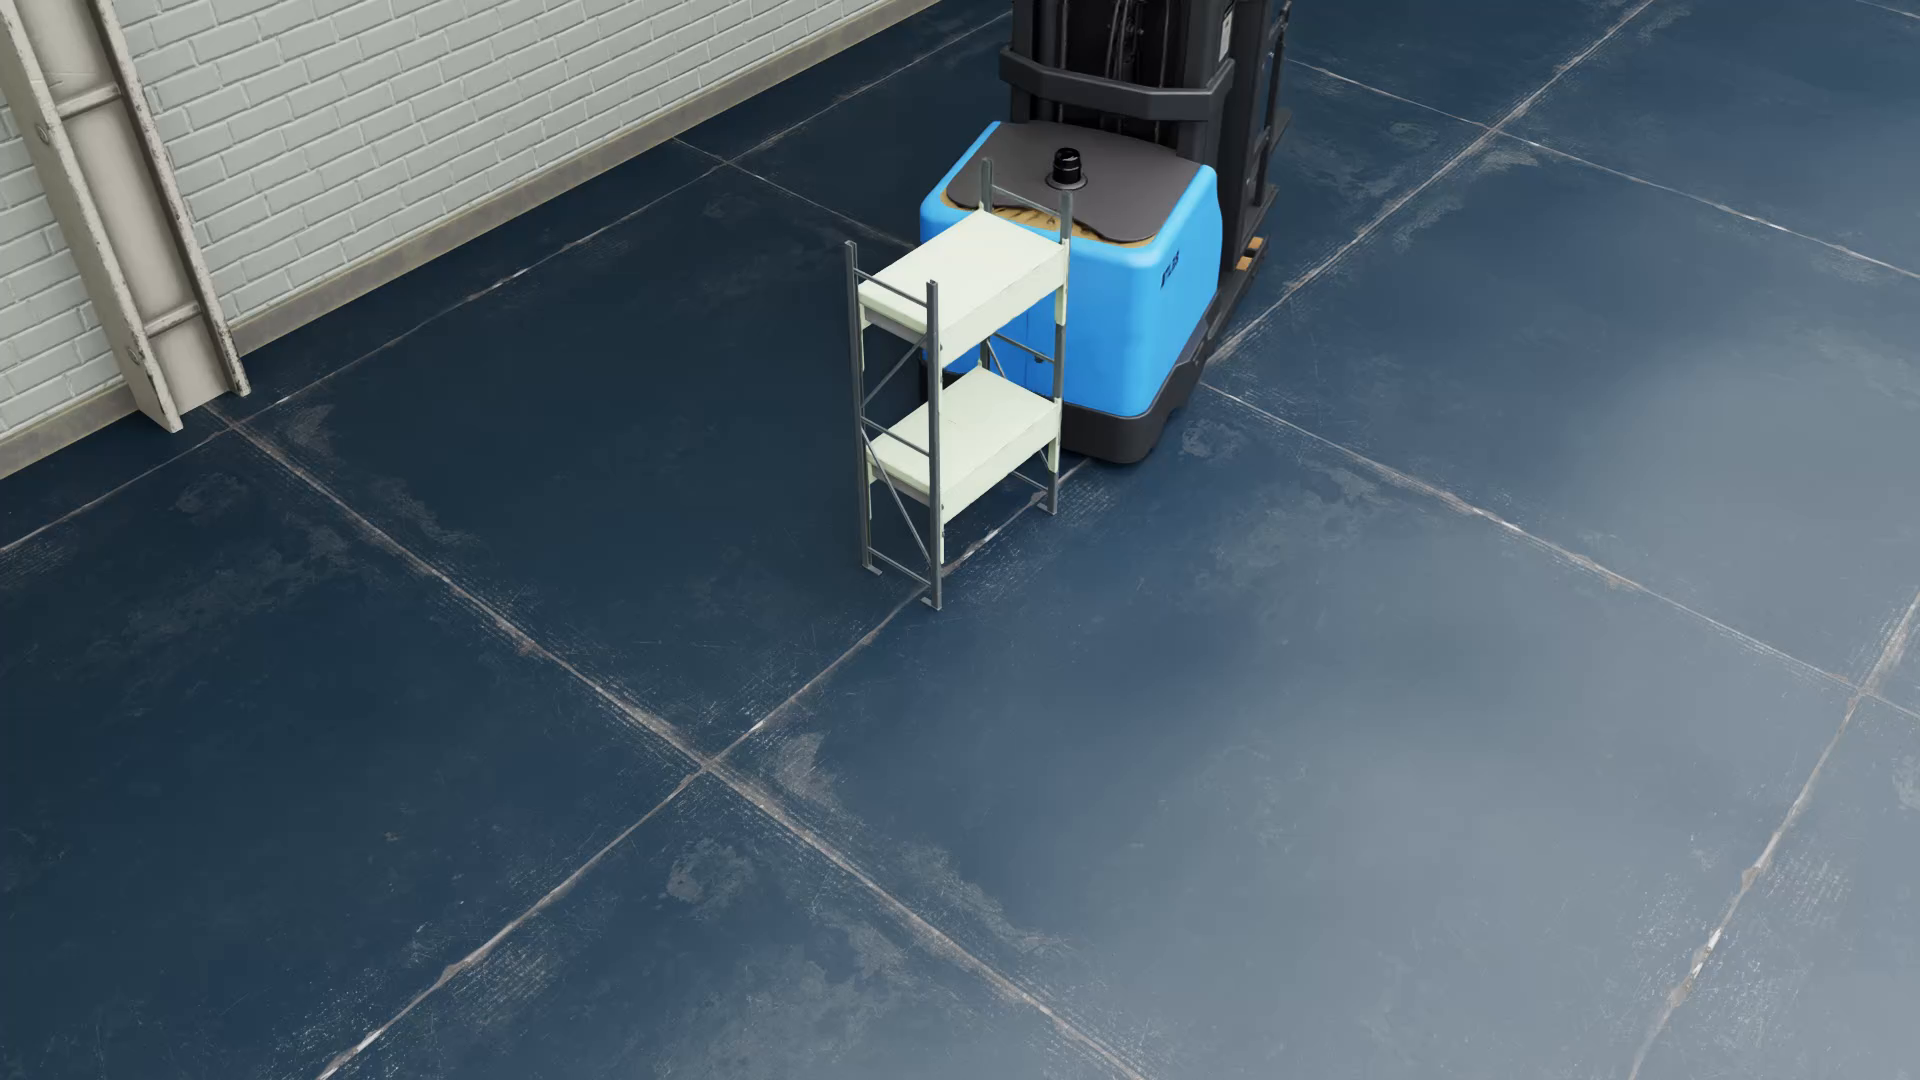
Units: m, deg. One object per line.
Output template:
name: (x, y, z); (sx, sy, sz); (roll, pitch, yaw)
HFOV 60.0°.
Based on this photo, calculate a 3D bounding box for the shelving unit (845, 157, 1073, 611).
shelving unit: (0.004, -0.558, 6.249); (0.431, 1.500, 0.755); (29, 50, 28)

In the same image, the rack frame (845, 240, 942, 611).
rack frame: (-0.231, -0.370, 6.042); (0.400, 1.500, 0.023); (29, 50, 28)

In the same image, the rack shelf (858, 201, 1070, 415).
rack shelf: (0.004, -0.847, 5.987); (0.431, 0.370, 0.720); (29, 50, 28)

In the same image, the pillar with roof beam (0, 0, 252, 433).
pillar with roof beam: (-0.136, -2.099, 2.370); (9.100, 9.000, 0.400); (29, 50, 28)

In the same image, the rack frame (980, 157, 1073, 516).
rack frame: (0.240, -0.747, 6.457); (0.400, 1.500, 0.023); (29, 50, 28)

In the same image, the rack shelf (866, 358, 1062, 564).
rack shelf: (0.004, -0.317, 6.469); (0.431, 0.370, 0.720); (29, 50, 28)

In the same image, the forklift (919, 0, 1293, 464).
forklift: (0.876, -2.403, 7.214); (1.130, 2.935, 3.031); (16, 45, 17)
